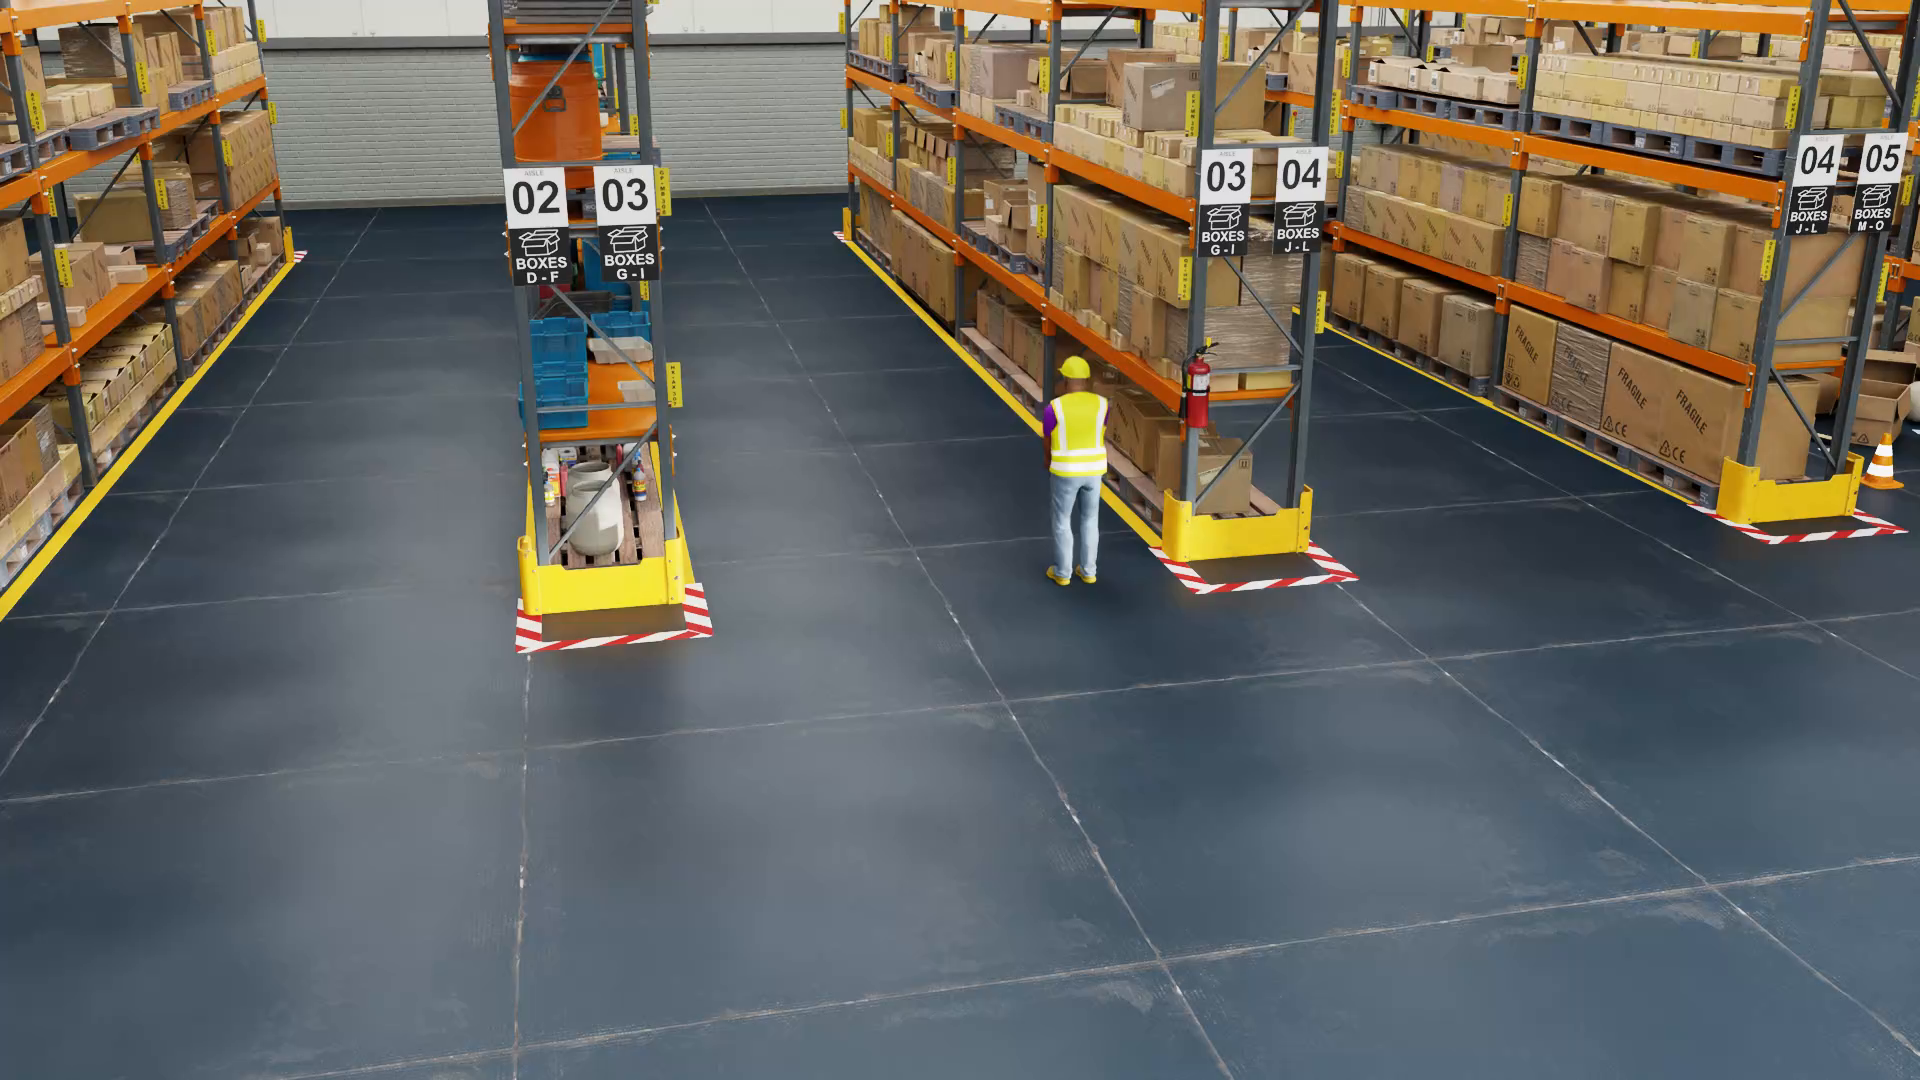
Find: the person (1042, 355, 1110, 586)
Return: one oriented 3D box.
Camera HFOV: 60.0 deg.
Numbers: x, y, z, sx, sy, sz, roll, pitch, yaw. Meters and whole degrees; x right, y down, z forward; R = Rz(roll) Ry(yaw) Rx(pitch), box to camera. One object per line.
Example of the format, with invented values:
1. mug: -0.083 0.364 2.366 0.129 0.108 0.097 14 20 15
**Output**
1. person: 0.842 -0.541 12.568 0.505 1.761 0.575 -5 20 -13
